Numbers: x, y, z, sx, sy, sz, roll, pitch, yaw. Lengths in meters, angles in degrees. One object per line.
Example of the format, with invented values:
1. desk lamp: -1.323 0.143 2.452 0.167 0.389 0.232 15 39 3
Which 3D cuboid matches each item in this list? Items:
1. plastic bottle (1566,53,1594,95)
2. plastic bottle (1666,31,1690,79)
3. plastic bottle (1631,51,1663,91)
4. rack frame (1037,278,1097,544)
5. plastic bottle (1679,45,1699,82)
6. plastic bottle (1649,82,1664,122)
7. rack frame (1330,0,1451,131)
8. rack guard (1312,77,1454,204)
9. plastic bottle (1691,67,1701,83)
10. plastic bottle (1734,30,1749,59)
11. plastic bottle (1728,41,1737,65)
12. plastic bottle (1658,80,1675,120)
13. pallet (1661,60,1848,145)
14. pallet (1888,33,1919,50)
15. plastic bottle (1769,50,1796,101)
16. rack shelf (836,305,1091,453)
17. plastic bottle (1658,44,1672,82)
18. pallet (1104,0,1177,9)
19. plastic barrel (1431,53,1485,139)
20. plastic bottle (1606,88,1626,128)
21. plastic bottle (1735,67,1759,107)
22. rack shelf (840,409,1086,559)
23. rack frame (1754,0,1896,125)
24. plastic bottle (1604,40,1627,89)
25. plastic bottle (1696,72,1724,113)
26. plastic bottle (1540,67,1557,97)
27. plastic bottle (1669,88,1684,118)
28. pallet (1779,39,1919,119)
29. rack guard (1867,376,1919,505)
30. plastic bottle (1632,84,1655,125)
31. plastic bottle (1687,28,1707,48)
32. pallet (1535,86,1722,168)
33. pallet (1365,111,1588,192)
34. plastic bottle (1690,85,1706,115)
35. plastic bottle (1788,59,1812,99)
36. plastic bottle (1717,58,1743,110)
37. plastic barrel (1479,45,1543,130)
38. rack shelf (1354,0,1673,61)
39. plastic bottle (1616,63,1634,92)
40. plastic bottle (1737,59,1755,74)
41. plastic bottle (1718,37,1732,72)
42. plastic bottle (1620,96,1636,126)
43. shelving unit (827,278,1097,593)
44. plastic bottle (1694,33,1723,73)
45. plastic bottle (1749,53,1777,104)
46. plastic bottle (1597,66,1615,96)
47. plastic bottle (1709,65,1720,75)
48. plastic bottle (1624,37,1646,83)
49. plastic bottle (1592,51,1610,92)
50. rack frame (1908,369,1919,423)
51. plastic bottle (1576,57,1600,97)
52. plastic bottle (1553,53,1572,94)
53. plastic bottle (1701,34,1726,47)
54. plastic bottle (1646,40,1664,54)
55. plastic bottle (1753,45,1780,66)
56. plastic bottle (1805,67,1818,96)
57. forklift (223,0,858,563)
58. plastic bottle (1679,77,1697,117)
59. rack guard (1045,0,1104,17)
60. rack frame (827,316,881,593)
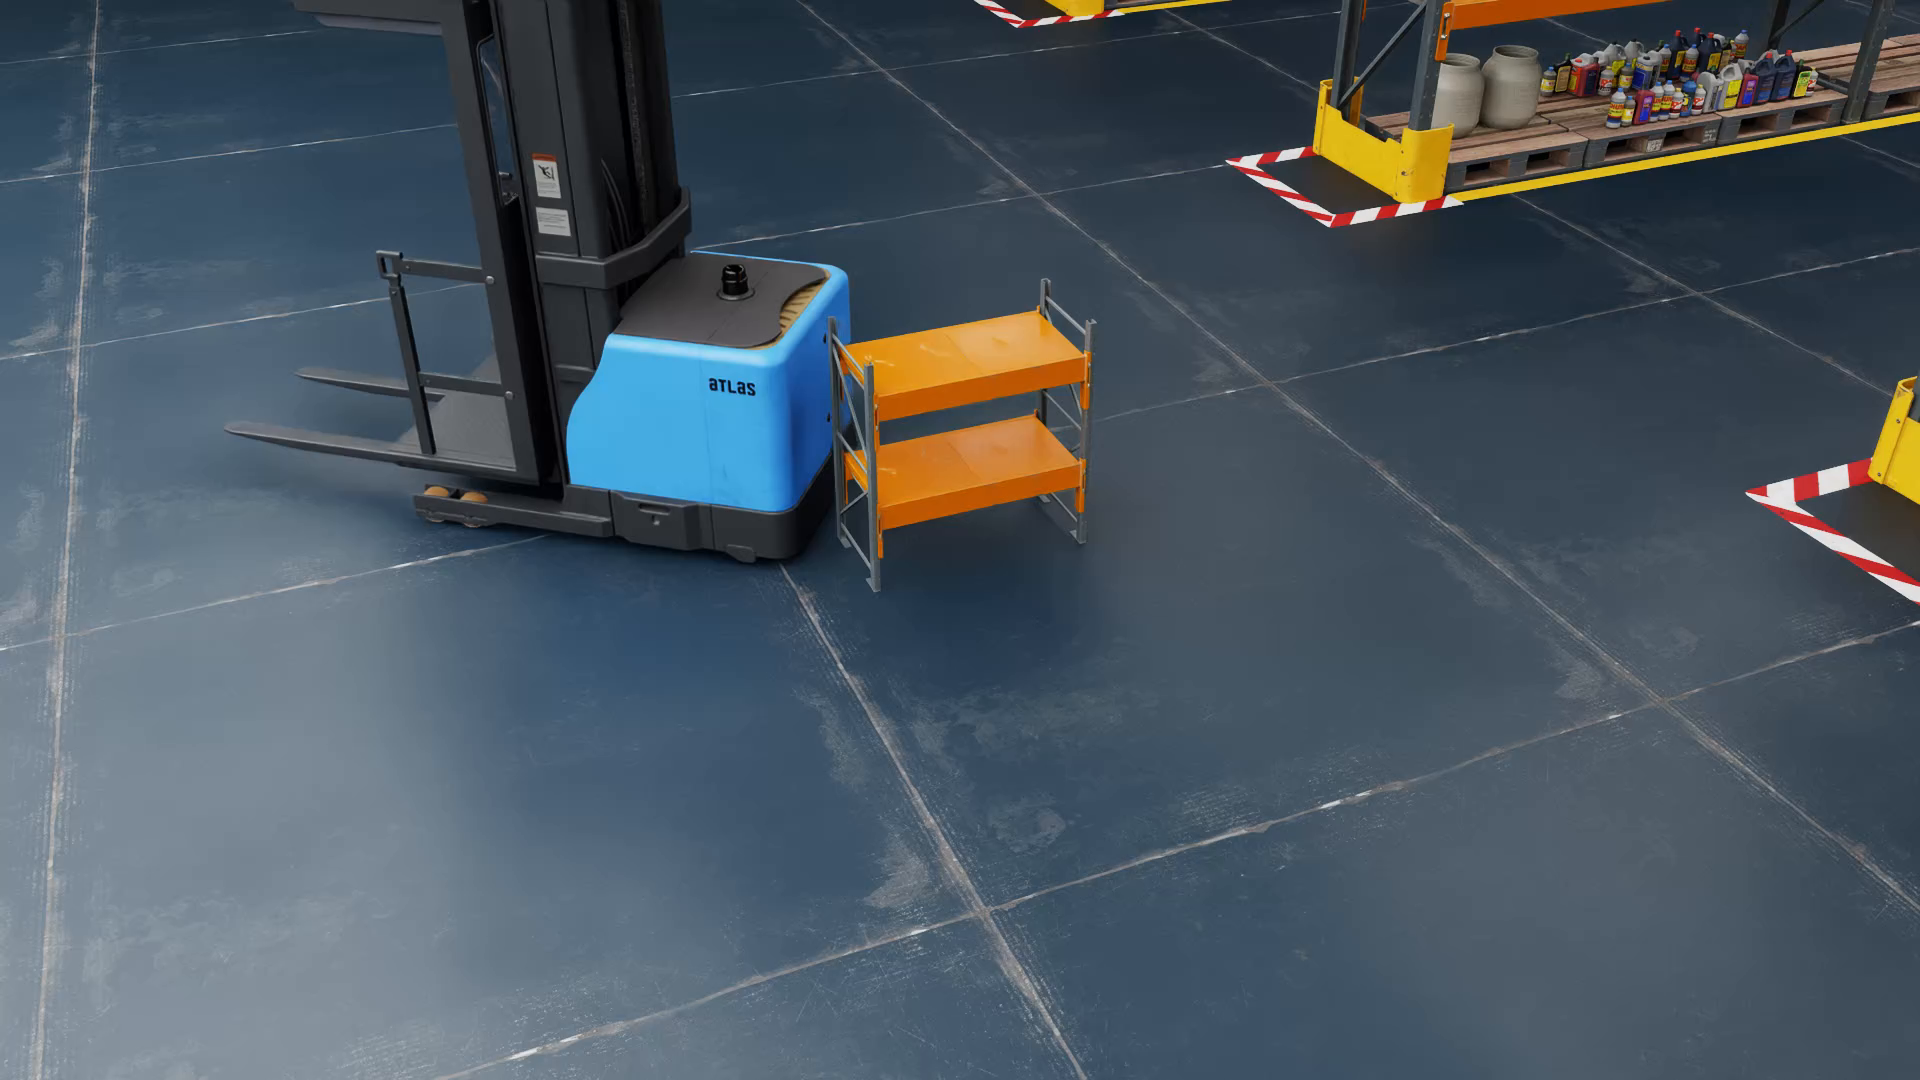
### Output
1. plastic bottle: 4.645 -3.501 12.475 0.135 0.276 0.152 -13 35 -19
2. plastic bottle: 5.488 -3.728 12.755 0.185 0.351 0.144 -14 36 -21
3. plastic bottle: 5.176 -3.538 12.531 0.135 0.276 0.152 -13 35 -19
4. rack frame: 0.475 -0.580 7.610 0.032 1.125 0.500 -13 35 -19
5. plastic bottle: 5.575 -3.643 12.697 0.097 0.271 0.097 0 33 0
6. plastic bottle: 4.987 -3.150 11.939 0.097 0.271 0.097 0 33 0
7. rack frame: 2.879 -3.811 10.857 0.127 3.000 1.000 -13 35 -19
8. rack guard: 2.931 -2.803 11.599 0.348 0.500 1.175 -13 35 -19
9. plastic bottle: 5.417 -3.333 12.209 0.133 0.283 0.061 -13 35 -19
10. plastic bottle: 6.103 -3.849 13.014 0.097 0.271 0.097 0 33 0
11. plastic bottle: 6.010 -3.799 13.000 0.097 0.201 0.097 0 33 0
12. plastic bottle: 5.079 -3.171 11.972 0.097 0.271 0.097 0 33 0
13. pallet: 5.931 -3.366 12.729 1.213 0.211 1.003 -13 35 -19
14. pallet: 8.402 -3.932 13.599 1.213 0.211 1.003 -13 35 -19
15. plastic bottle: 6.085 -3.449 12.325 0.185 0.351 0.144 -14 36 -20
16. rack shelf: 0.006 -0.718 7.286 1.000 0.278 0.538 -13 35 -19
17. plastic bottle: 5.367 -3.645 12.700 0.097 0.271 0.097 0 33 0
18. pallet: 1.653 -5.316 15.727 1.213 0.211 1.003 -13 35 -19
19. plastic barrel: 3.456 -3.122 11.693 0.421 0.512 0.421 0 33 0
20. plastic bottle: 4.671 -3.078 11.828 0.097 0.271 0.097 0 33 0
21. plastic bottle: 5.774 -3.325 12.196 0.133 0.283 0.061 -11 35 -16
22. rack shelf: 0.006 -0.268 7.579 1.000 0.278 0.538 -13 35 -19
23. rack frame: 6.567 -4.655 12.155 0.127 3.000 1.000 -13 35 -19
24. plastic bottle: 4.924 -3.599 12.556 0.185 0.351 0.144 -11 35 -17
25. plastic bottle: 5.458 -3.276 12.129 0.135 0.276 0.152 -12 35 -18
26. plastic bottle: 4.402 -3.431 12.435 0.097 0.201 0.097 0 33 0
27. plastic bottle: 5.171 -3.163 12.023 0.097 0.201 0.097 0 33 0
28. pallet: 7.276 -3.672 13.200 1.213 0.211 1.003 -13 35 -19
29. rack guard: 4.866 -0.289 7.735 0.348 0.500 1.175 -13 35 -19
30. plastic bottle: 4.887 -3.121 11.884 0.133 0.283 0.061 -12 35 -18
31. plastic bottle: 5.662 -3.768 12.816 0.185 0.351 0.144 -12 35 -18
32. pallet: 4.805 -3.106 12.330 1.213 0.211 1.003 -13 35 -19
33. pallet: 3.682 -2.851 11.938 1.213 0.211 1.003 -13 35 -19
34. plastic bottle: 5.360 -3.206 12.090 0.097 0.201 0.097 0 33 0
35. plastic bottle: 6.251 -3.434 12.364 0.133 0.283 0.061 -11 35 -17
36. plastic bottle: 5.610 -3.340 12.158 0.185 0.351 0.144 -13 35 -19
37. plastic barrel: 3.918 -3.227 11.856 0.421 0.512 0.421 0 33 0
38. rack shelf: 4.723 -3.932 11.702 4.000 0.370 1.077 -13 35 -19
39. plastic bottle: 5.012 -3.485 12.518 0.097 0.201 0.097 0 33 0
40. plastic bottle: 5.827 -3.446 12.390 0.135 0.276 0.152 -13 35 -19
41. plastic bottle: 5.858 -3.719 12.803 0.133 0.283 0.061 -13 35 -19
42. plastic bottle: 4.766 -3.070 11.881 0.097 0.201 0.097 0 33 0
43. shelving unit: 0.006 -0.473 7.445 1.048 1.125 0.538 -13 35 -19
44. plastic bottle: 5.718 -3.695 12.704 0.185 0.351 0.144 -13 35 -19
45. plastic bottle: 5.908 -3.408 12.263 0.185 0.351 0.144 -15 36 -21
46. plastic bottle: 4.839 -3.441 12.450 0.097 0.201 0.097 0 33 0
47. plastic bottle: 5.546 -3.358 12.247 0.133 0.283 0.061 -13 35 -19
48. plastic bottle: 5.096 -3.638 12.617 0.185 0.351 0.144 -13 35 -19
49. plastic bottle: 4.773 -3.531 12.520 0.135 0.276 0.152 -14 36 -20
50. rack frame: 4.796 -1.320 7.029 0.127 3.000 1.000 -13 35 -19
51. plastic bottle: 4.687 -3.451 12.391 0.133 0.283 0.061 -13 35 -19
52. plastic bottle: 4.503 -3.499 12.464 0.133 0.283 0.061 -12 35 -18
53. plastic bottle: 5.816 -3.769 12.887 0.135 0.276 0.152 -12 35 -17
54. plastic bottle: 5.320 -3.686 12.752 0.133 0.283 0.061 -11 35 -17
55. plastic bottle: 6.029 -3.521 12.437 0.185 0.351 0.144 -13 35 -19
56. plastic bottle: 6.353 -3.434 12.439 0.097 0.201 0.097 0 33 0
57. forklift: -2.080 -1.555 7.452 3.031 2.935 1.130 8 34 12
58. plastic bottle: 5.266 -3.214 12.038 0.097 0.271 0.097 0 33 0
59. rack guard: 0.942 -5.250 15.360 0.348 0.500 1.175 -13 35 -19
60. rack frame: -0.462 -0.366 7.280 0.032 1.125 0.500 -13 35 -19
